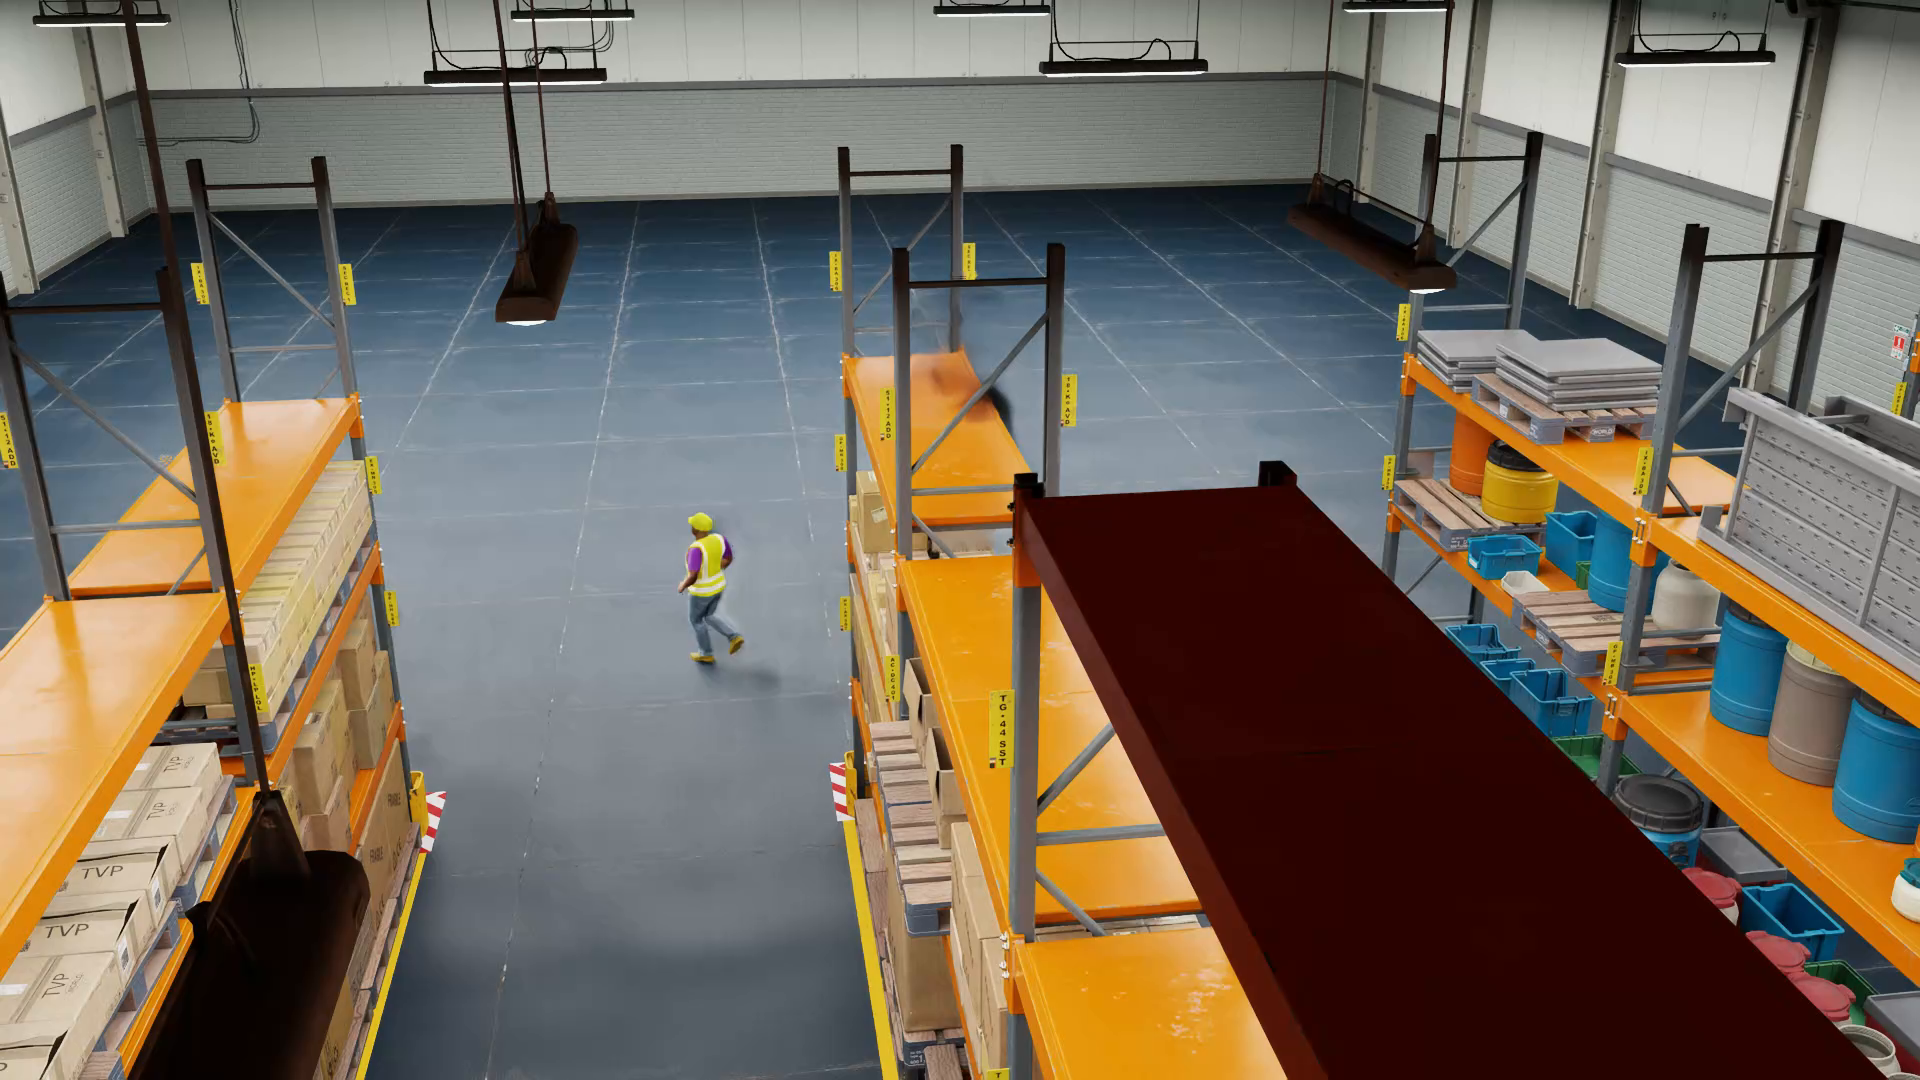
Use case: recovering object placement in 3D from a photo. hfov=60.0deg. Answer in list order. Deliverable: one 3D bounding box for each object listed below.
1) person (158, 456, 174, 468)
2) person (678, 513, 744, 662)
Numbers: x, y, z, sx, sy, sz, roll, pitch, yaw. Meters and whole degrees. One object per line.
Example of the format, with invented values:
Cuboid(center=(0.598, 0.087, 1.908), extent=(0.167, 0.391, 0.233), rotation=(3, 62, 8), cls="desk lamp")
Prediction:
Cuboid(center=(-9.509, -0.249, 20.104), extent=(0.682, 1.621, 0.507), rotation=(14, 25, 31), cls="person")
Cuboid(center=(-2.701, 0.543, 17.935), extent=(0.653, 1.744, 0.724), rotation=(12, 25, 28), cls="person")
